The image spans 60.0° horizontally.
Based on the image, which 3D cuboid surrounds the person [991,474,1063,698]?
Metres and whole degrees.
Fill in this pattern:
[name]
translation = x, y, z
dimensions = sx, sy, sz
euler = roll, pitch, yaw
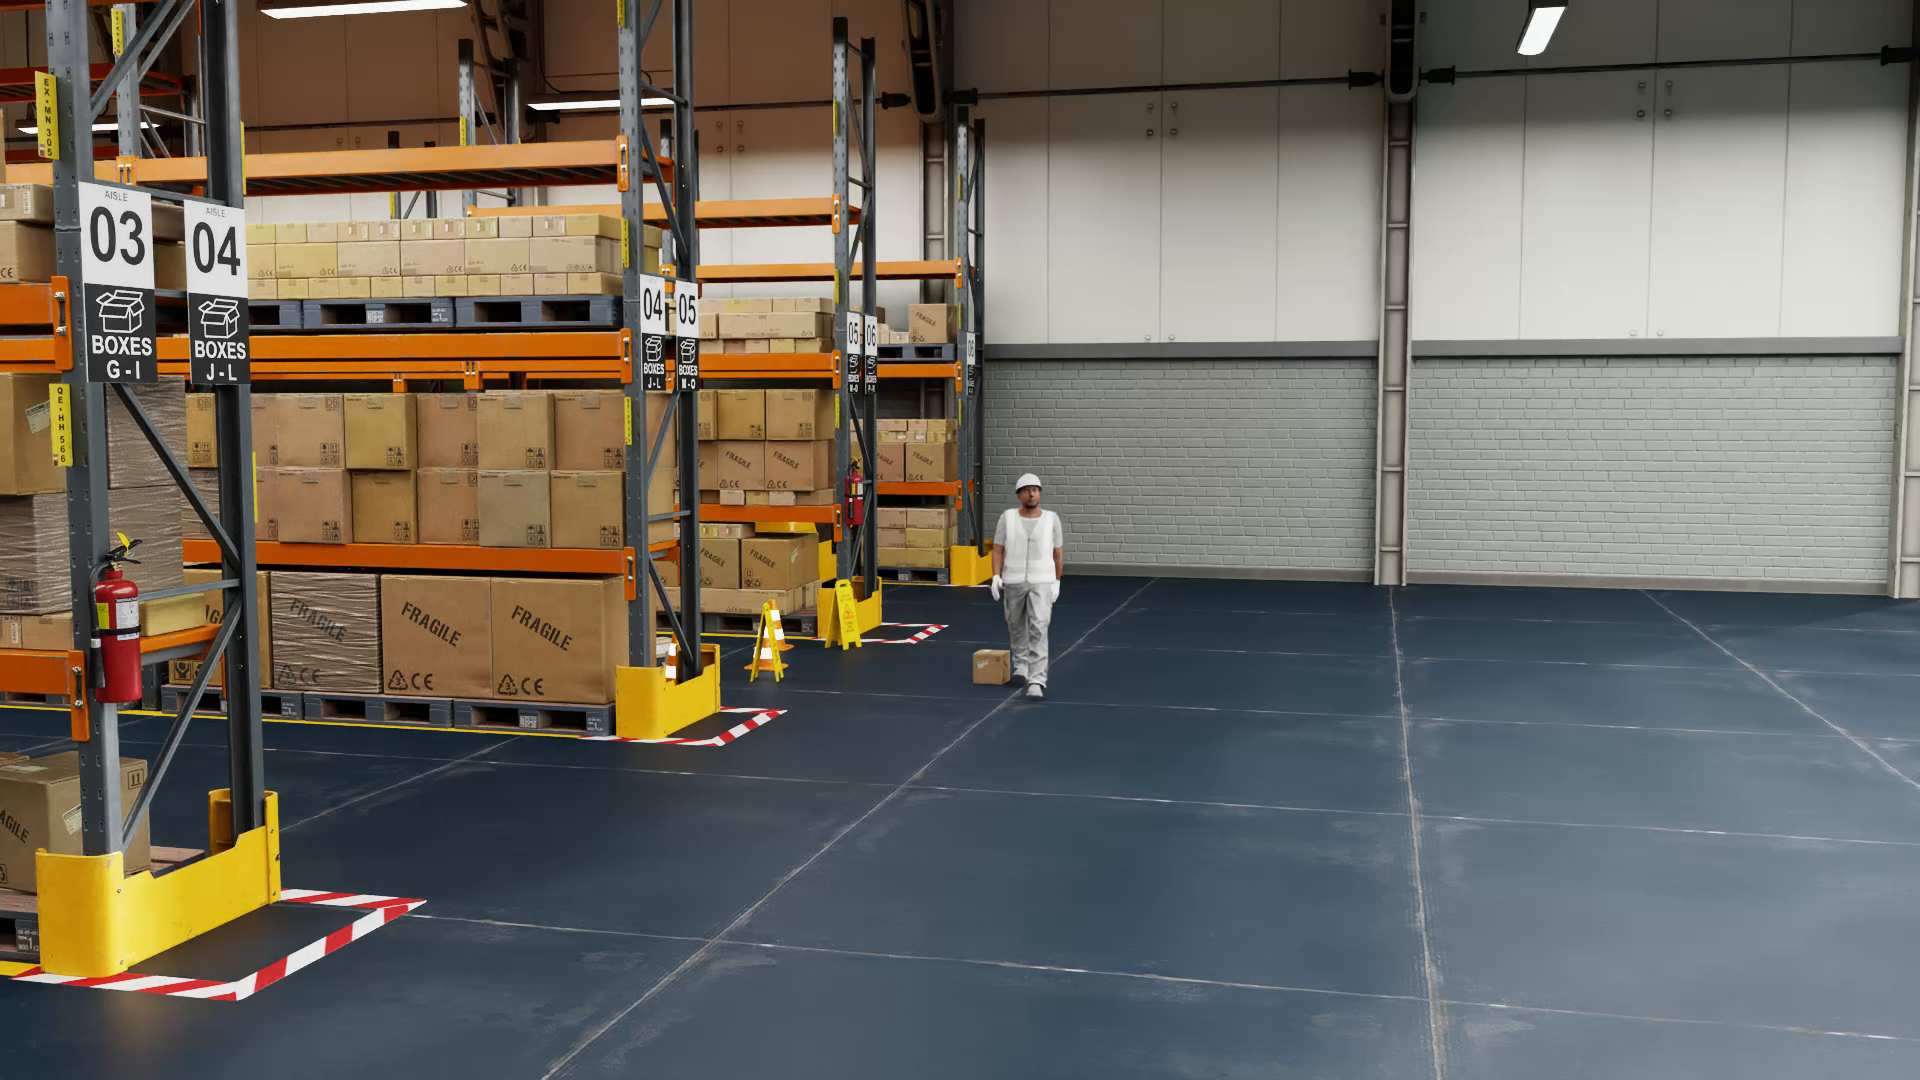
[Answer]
[person]
translation = 0.531, 0.344, 13.239
dimensions = 0.551, 1.742, 1.038
euler = 1, 5, 8
